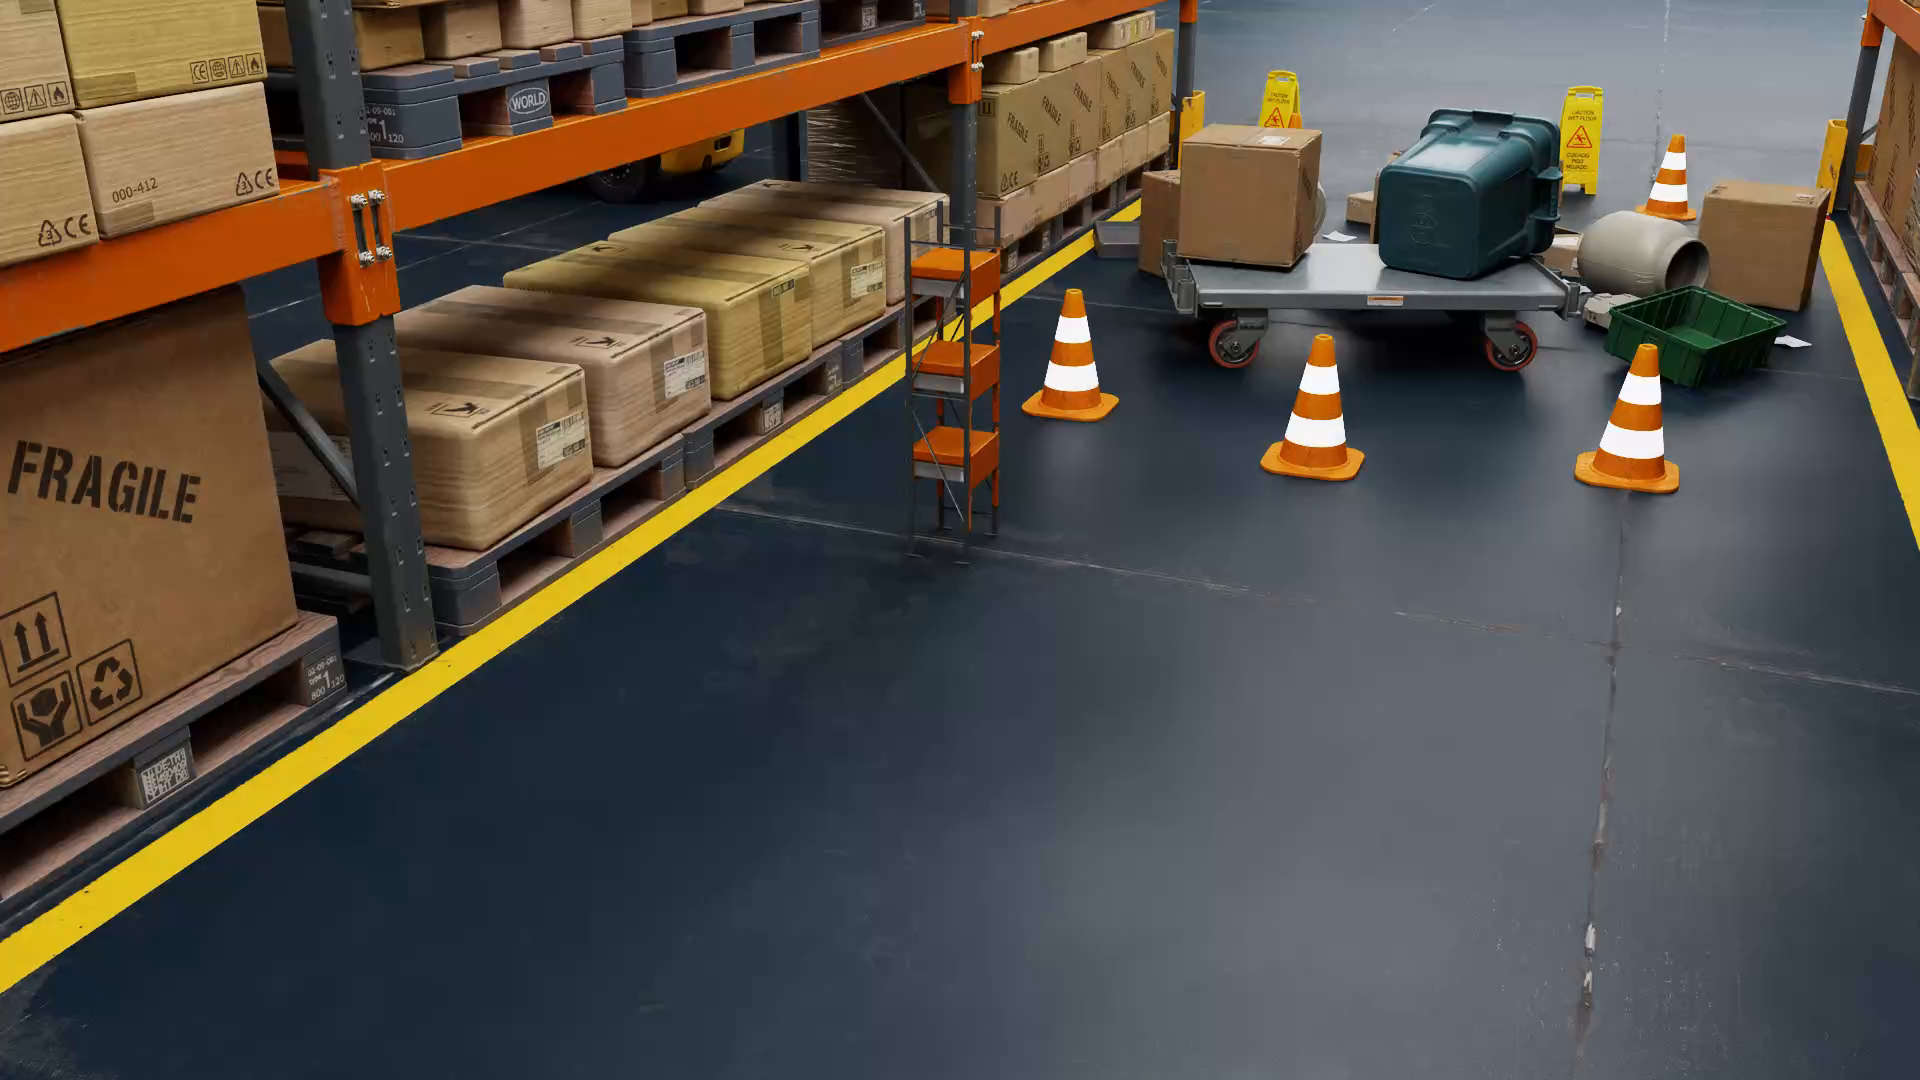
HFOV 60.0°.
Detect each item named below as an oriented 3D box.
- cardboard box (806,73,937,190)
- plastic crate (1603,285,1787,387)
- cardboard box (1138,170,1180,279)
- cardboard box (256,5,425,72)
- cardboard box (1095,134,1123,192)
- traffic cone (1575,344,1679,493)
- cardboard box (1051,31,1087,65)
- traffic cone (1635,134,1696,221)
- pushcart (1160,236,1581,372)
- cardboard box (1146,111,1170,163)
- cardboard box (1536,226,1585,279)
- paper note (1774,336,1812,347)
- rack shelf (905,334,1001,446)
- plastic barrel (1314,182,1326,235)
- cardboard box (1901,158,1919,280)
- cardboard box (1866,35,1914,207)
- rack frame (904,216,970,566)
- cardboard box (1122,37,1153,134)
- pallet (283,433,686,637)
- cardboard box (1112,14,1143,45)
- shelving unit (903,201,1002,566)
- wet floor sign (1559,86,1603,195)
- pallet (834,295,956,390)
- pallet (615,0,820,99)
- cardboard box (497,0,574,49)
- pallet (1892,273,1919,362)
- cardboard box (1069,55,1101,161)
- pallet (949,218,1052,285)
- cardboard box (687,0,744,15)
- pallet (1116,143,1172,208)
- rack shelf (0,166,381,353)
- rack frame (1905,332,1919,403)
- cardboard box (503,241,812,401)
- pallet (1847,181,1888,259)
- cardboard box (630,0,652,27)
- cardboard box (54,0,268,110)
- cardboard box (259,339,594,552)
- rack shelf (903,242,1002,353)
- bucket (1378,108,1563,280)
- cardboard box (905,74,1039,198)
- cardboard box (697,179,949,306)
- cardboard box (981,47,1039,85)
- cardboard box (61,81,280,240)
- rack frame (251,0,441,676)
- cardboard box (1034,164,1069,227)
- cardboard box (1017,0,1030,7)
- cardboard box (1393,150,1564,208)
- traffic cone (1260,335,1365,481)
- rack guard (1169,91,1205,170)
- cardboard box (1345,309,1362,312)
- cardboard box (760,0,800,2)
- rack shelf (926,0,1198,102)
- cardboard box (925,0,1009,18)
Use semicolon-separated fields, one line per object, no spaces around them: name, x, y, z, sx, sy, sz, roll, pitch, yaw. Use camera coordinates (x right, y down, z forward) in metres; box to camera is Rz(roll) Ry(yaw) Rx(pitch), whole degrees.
cardboard box;-0.437;-2.072;8.369;0.500;0.500;0.500;8;24;19
plastic crate;3.074;-0.857;6.985;0.662;0.188;0.450;-17;38;-35
cardboard box;1.254;-1.588;8.399;0.500;0.500;0.500;-12;25;-26
cardboard box;-1.600;-1.287;4.221;0.380;0.149;0.250;7;24;17
cardboard box;0.639;-2.207;9.666;0.500;0.250;0.500;8;24;18
traffic cone;2.326;-0.444;5.713;0.336;0.463;0.334;9;24;20
cardboard box;0.451;-2.611;8.817;0.380;0.149;0.250;10;25;23
traffic cone;4.196;-2.153;9.803;0.336;0.463;0.334;9;24;20
pushcart;1.728;-1.033;7.233;1.648;0.377;0.936;1;23;2
cardboard box;1.019;-2.571;10.536;0.500;0.250;0.500;9;24;20
cardboard box;3.155;-1.496;8.487;0.396;0.266;0.258;13;26;29
paper note;3.635;-0.879;7.314;0.147;0.020;0.142;-7;24;-17
rack shelf;-0.020;-0.456;5.006;0.215;0.259;0.240;9;24;20
plastic barrel;1.717;-1.838;9.101;0.421;0.421;0.512;-12;25;-26
cardboard box;4.856;-1.630;7.473;0.875;0.875;0.875;9;24;20
cardboard box;5.521;-2.271;9.008;0.875;0.875;0.875;9;24;20
rack frame;-0.065;-0.422;4.897;0.200;1.050;0.008;9;24;20
cardboard box;0.832;-2.742;9.973;0.500;0.500;0.500;10;25;22
pallet;-1.602;-0.112;5.245;1.003;0.211;1.213;9;24;20
cardboard box;0.853;-2.998;9.745;0.380;0.149;0.250;9;24;21
shelving unit;-0.020;-0.465;5.002;0.215;1.050;0.252;9;24;20
wet floor sign;3.884;-2.518;10.440;0.267;0.644;0.232;5;23;11
pallet;-0.695;-0.986;7.336;1.003;0.211;1.213;9;24;20
pallet;-1.196;-1.745;5.786;1.003;0.211;1.213;9;24;20
cardboard box;-1.319;-1.475;4.670;0.380;0.149;0.250;7;24;17
pallet;4.581;-0.853;7.018;1.003;0.211;1.213;9;24;20
cardboard box;0.445;-2.373;9.090;0.500;0.500;0.500;10;25;23
pallet;-0.191;-1.510;8.591;1.003;0.211;1.213;9;24;20
cardboard box;-0.954;-1.859;5.589;0.380;0.149;0.250;10;25;22
pallet;0.716;-2.383;10.681;1.003;0.211;1.213;9;24;20
rack shelf;-2.636;-0.072;2.464;1.077;0.370;4.000;9;24;20
rack frame;4.226;-1.879;5.856;1.000;3.000;0.127;9;24;20
cardboard box;-1.120;-0.838;6.228;0.950;0.372;0.625;10;25;22
pallet;5.487;-1.726;9.108;1.003;0.211;1.213;9;24;20
cardboard box;-1.181;-1.668;5.132;0.380;0.149;0.250;10;25;23
cardboard box;-1.837;-1.072;3.469;0.500;0.250;0.500;9;24;20
cardboard box;-1.674;-0.302;4.945;0.950;0.372;0.625;7;24;16
rack shelf;-0.020;-0.717;4.897;0.215;0.259;0.240;9;24;20
bucket;2.136;-1.448;7.101;0.726;0.611;0.620;19;39;38
cardboard box;0.063;-1.995;8.183;0.500;0.500;0.500;10;25;23
cardboard box;-0.600;-1.344;7.441;0.950;0.372;0.625;9;24;21
cardboard box;0.165;-2.330;8.145;0.380;0.149;0.250;9;24;21
cardboard box;-1.840;-0.832;3.546;0.500;0.250;0.500;8;24;18
rack frame;-1.893;-1.120;4.039;1.000;3.000;0.127;9;24;20
cardboard box;0.250;-1.841;8.789;0.500;0.250;0.500;10;25;23
cardboard box;0.124;-2.699;8.146;0.380;0.149;0.250;9;24;20
cardboard box;2.777;-1.840;9.001;0.797;0.503;0.637;-7;24;-17
traffic cone;1.253;-0.489;5.821;0.336;0.463;0.334;9;24;20
rack guard;1.050;-2.802;11.309;1.175;0.500;0.348;9;24;20
cardboard box;1.888;-1.274;7.955;0.258;0.266;0.396;-7;24;-17
cardboard box;-0.735;-2.042;6.029;0.380;0.149;0.250;9;24;20
rack shelf;0.336;-2.935;9.318;1.077;0.370;4.000;9;24;20
cardboard box;0.007;-2.502;7.674;0.380;0.149;0.250;9;24;20
